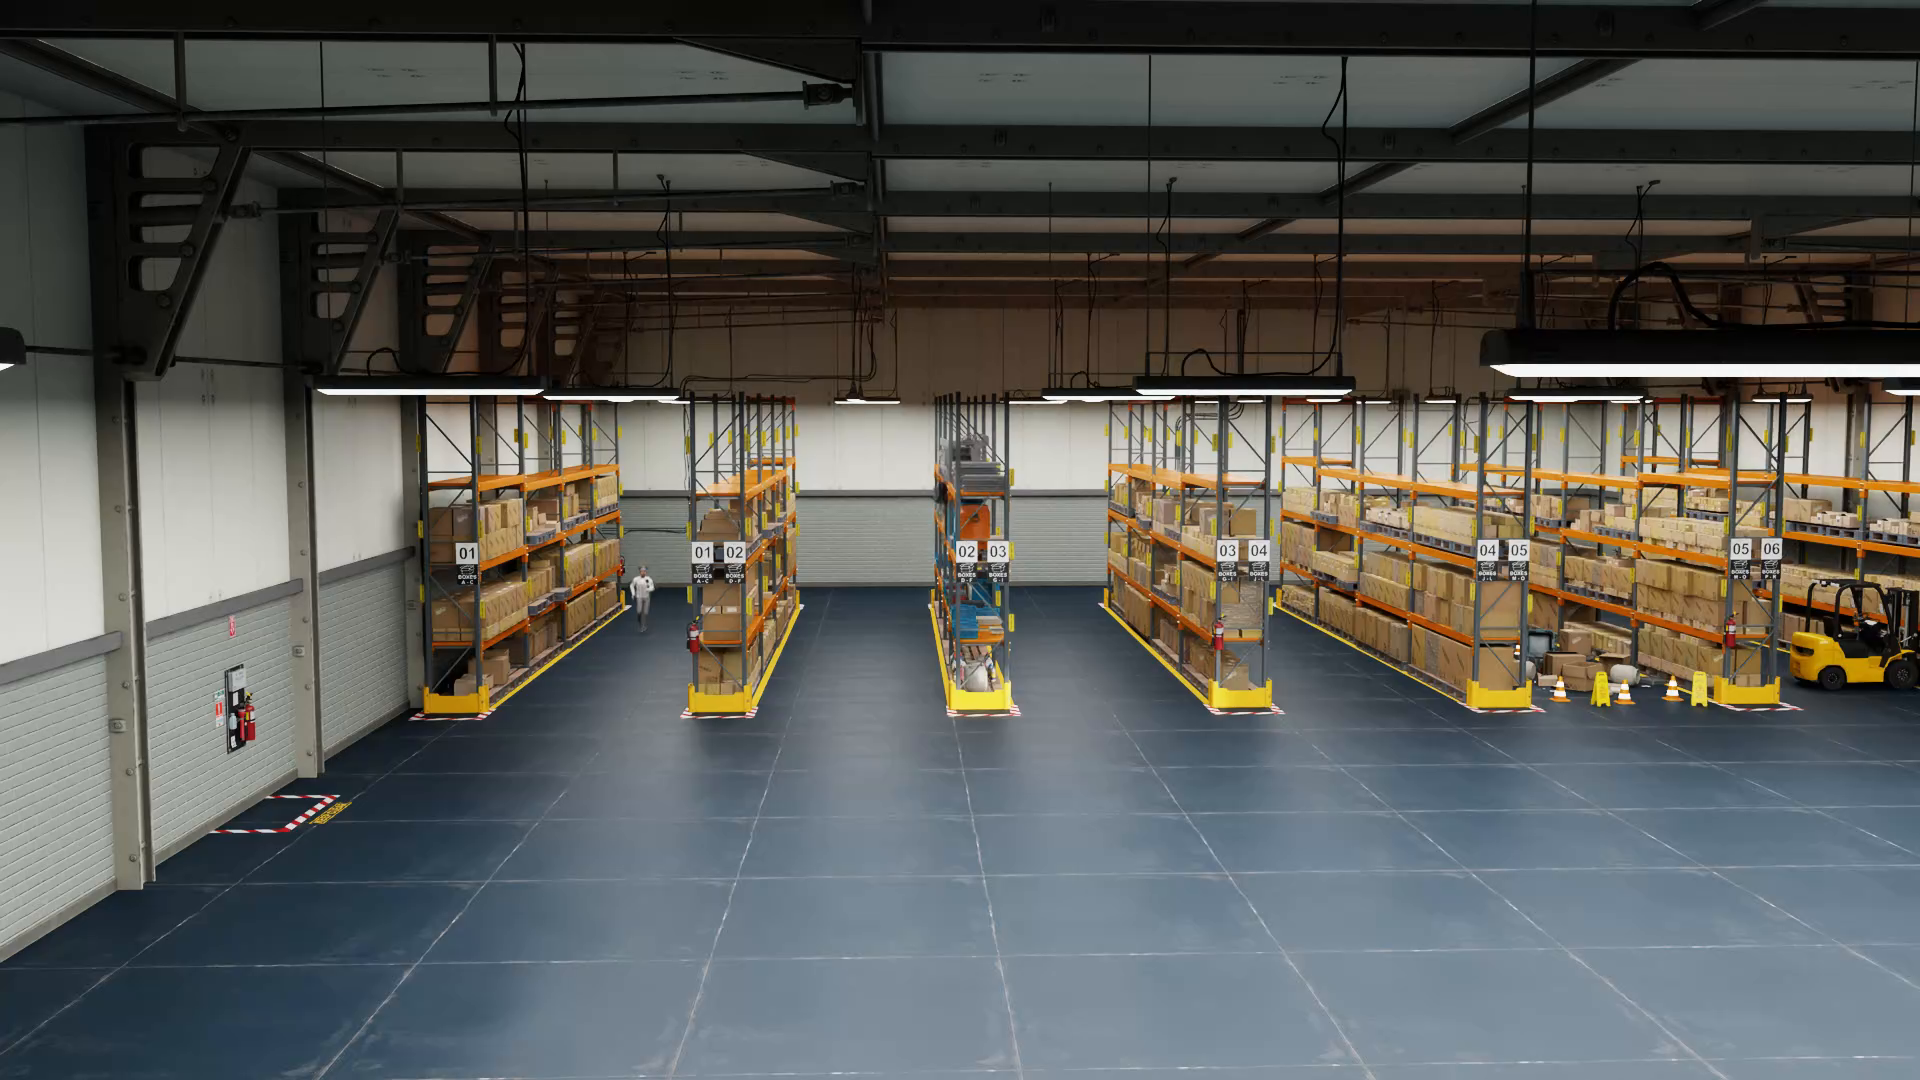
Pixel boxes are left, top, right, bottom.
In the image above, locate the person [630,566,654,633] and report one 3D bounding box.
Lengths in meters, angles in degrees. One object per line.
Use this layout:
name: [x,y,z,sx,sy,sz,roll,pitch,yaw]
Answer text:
person: [-8.050,1.505,42.168,0.591,1.718,0.686,-1,5,-13]
